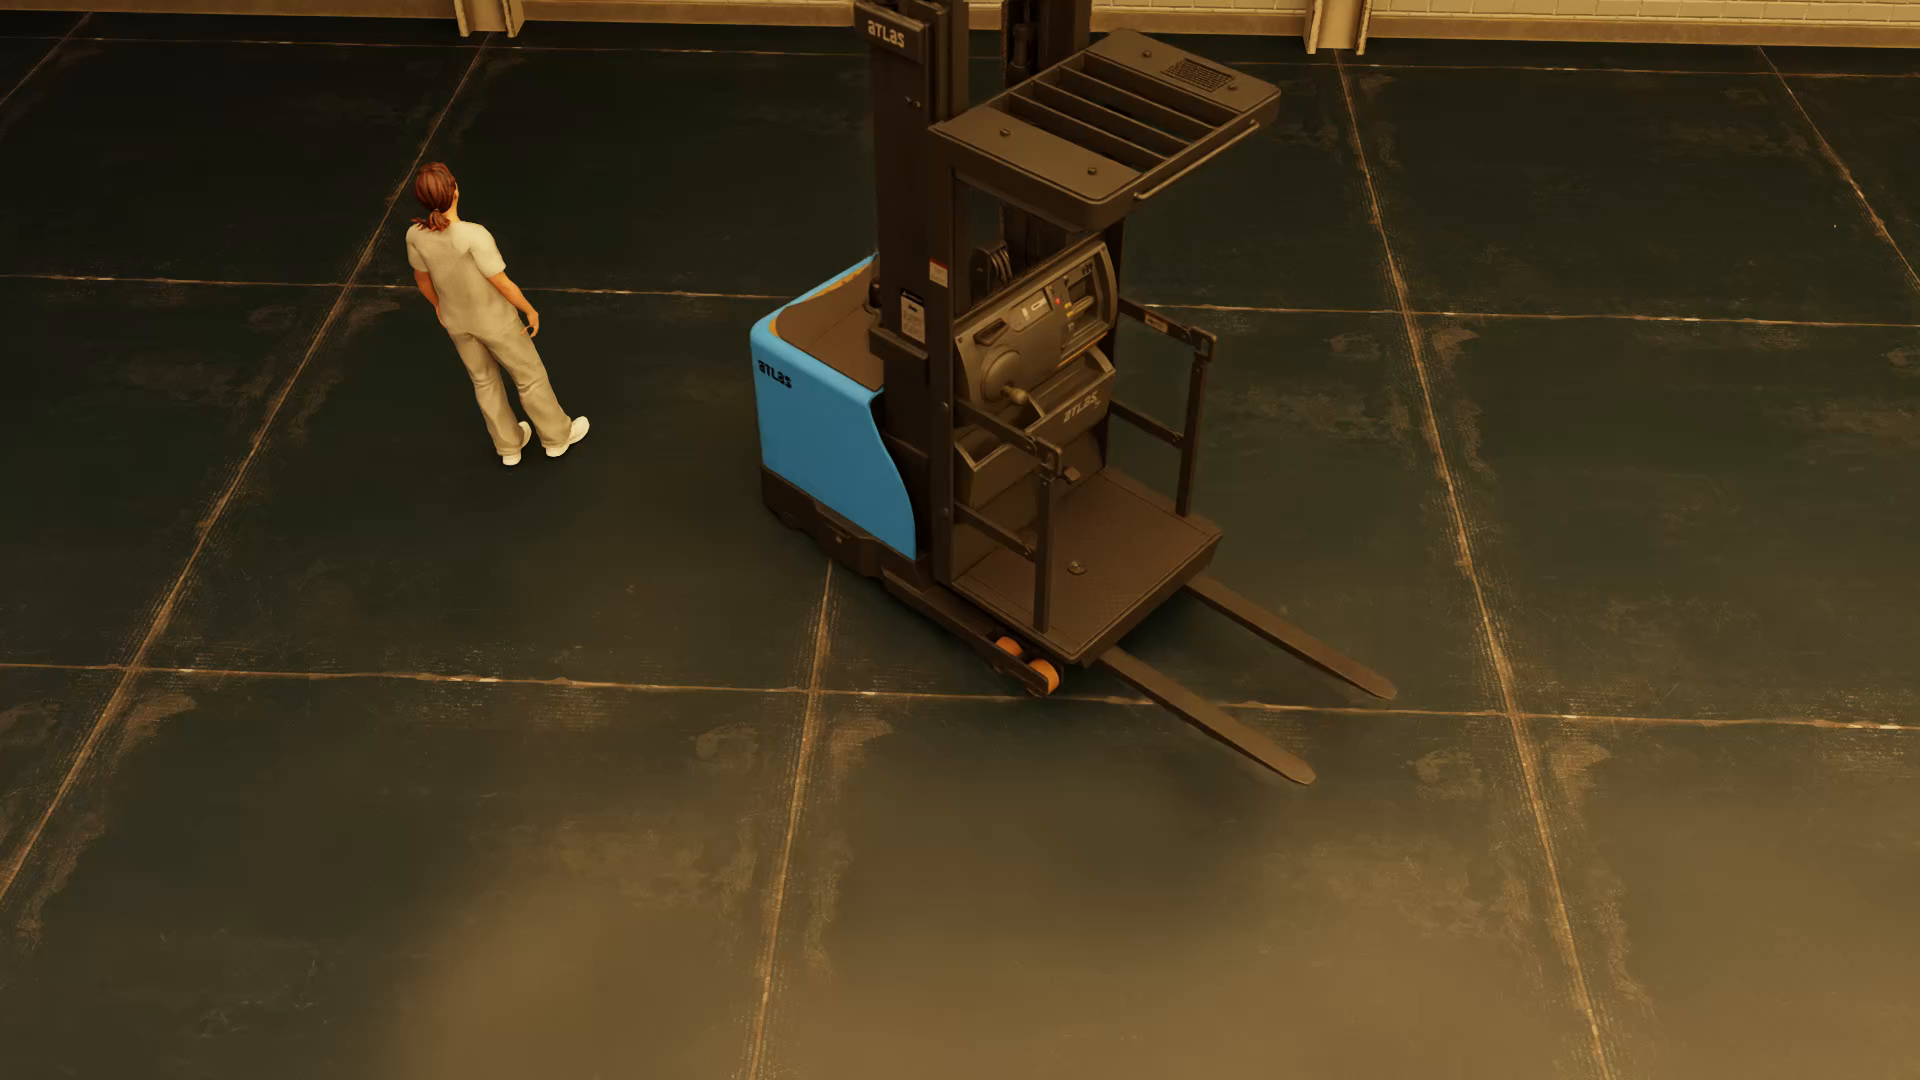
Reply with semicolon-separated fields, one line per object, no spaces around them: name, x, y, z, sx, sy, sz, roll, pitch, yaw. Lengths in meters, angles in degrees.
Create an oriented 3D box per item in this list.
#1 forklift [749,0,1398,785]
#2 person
forklift;0.474;-0.808;6.628;3.031;2.935;1.130;32;51;30
person;-2.217;-1.082;7.848;0.548;1.673;0.533;10;43;11
